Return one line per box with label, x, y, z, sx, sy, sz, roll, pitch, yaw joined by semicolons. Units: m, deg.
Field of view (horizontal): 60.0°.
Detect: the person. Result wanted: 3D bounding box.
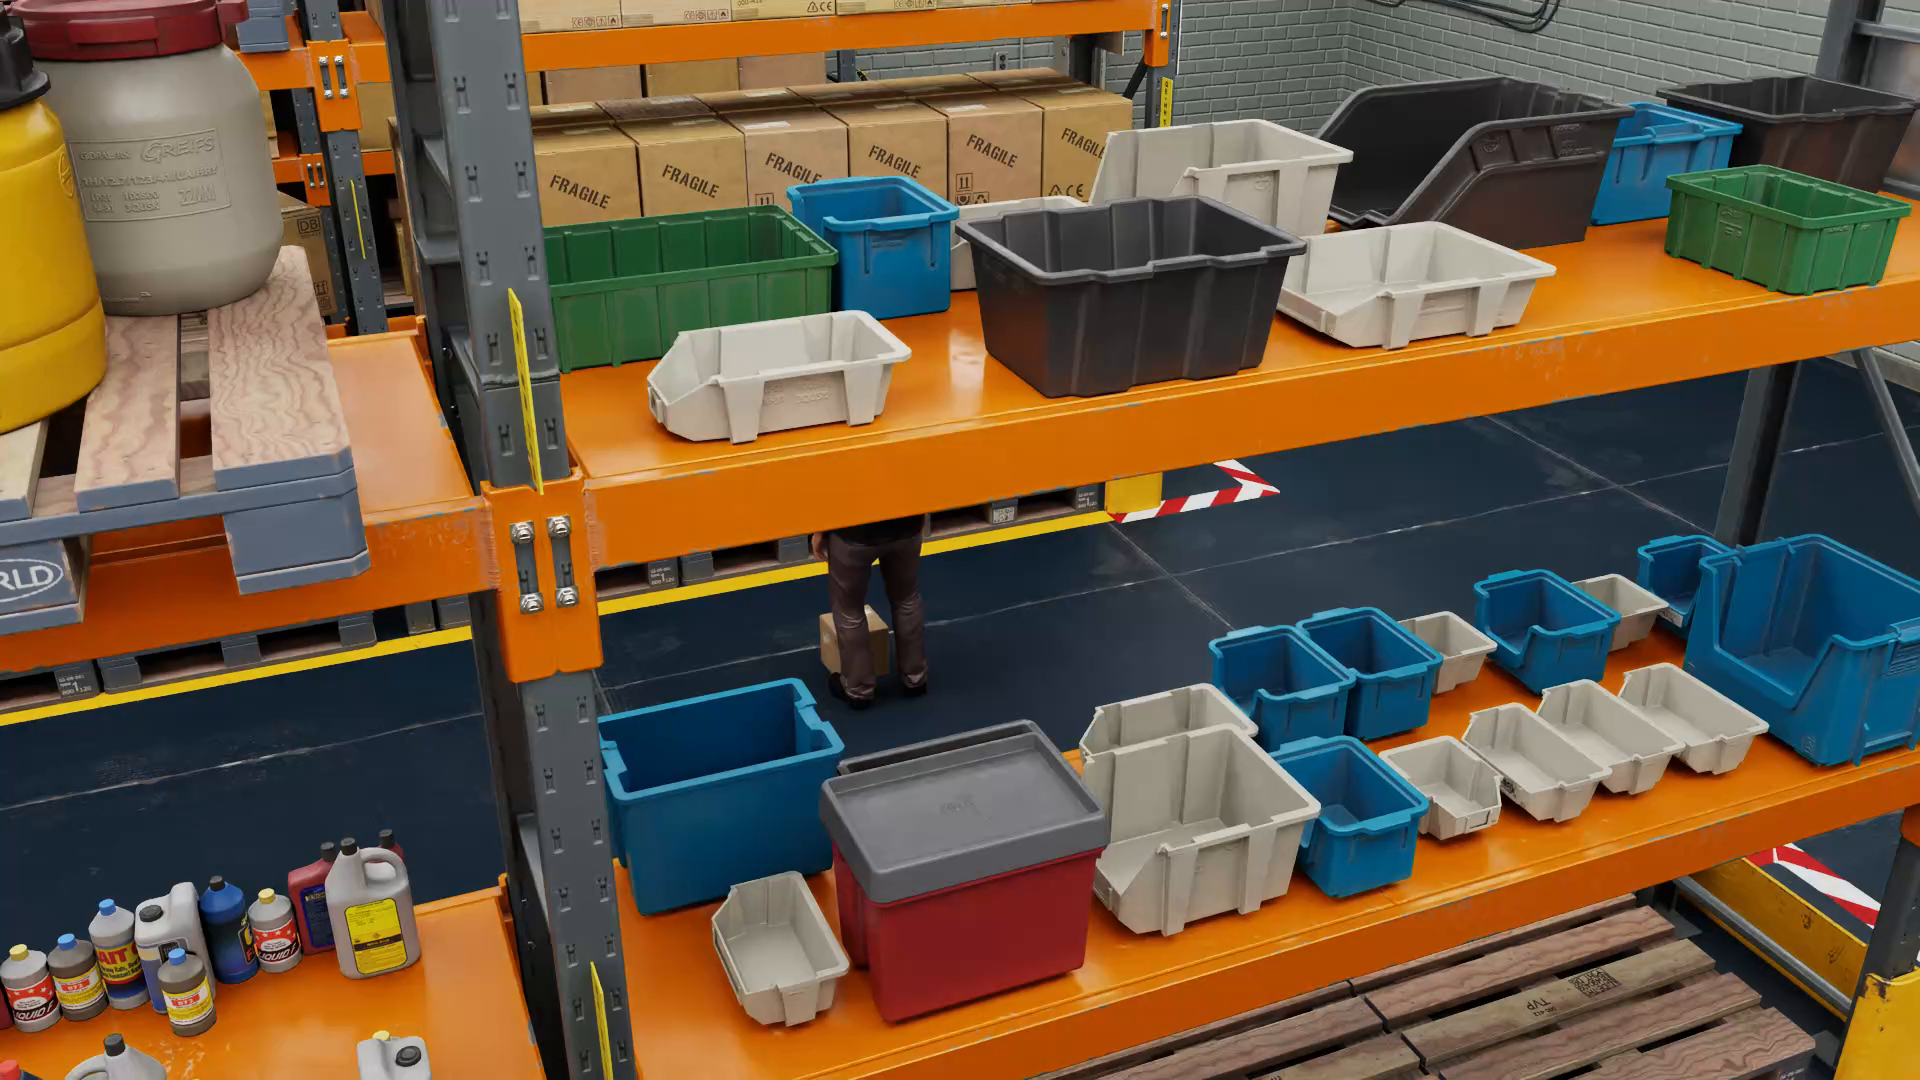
person;-0.378;-0.057;7.261;0.583;1.718;0.421;-12;28;-23
